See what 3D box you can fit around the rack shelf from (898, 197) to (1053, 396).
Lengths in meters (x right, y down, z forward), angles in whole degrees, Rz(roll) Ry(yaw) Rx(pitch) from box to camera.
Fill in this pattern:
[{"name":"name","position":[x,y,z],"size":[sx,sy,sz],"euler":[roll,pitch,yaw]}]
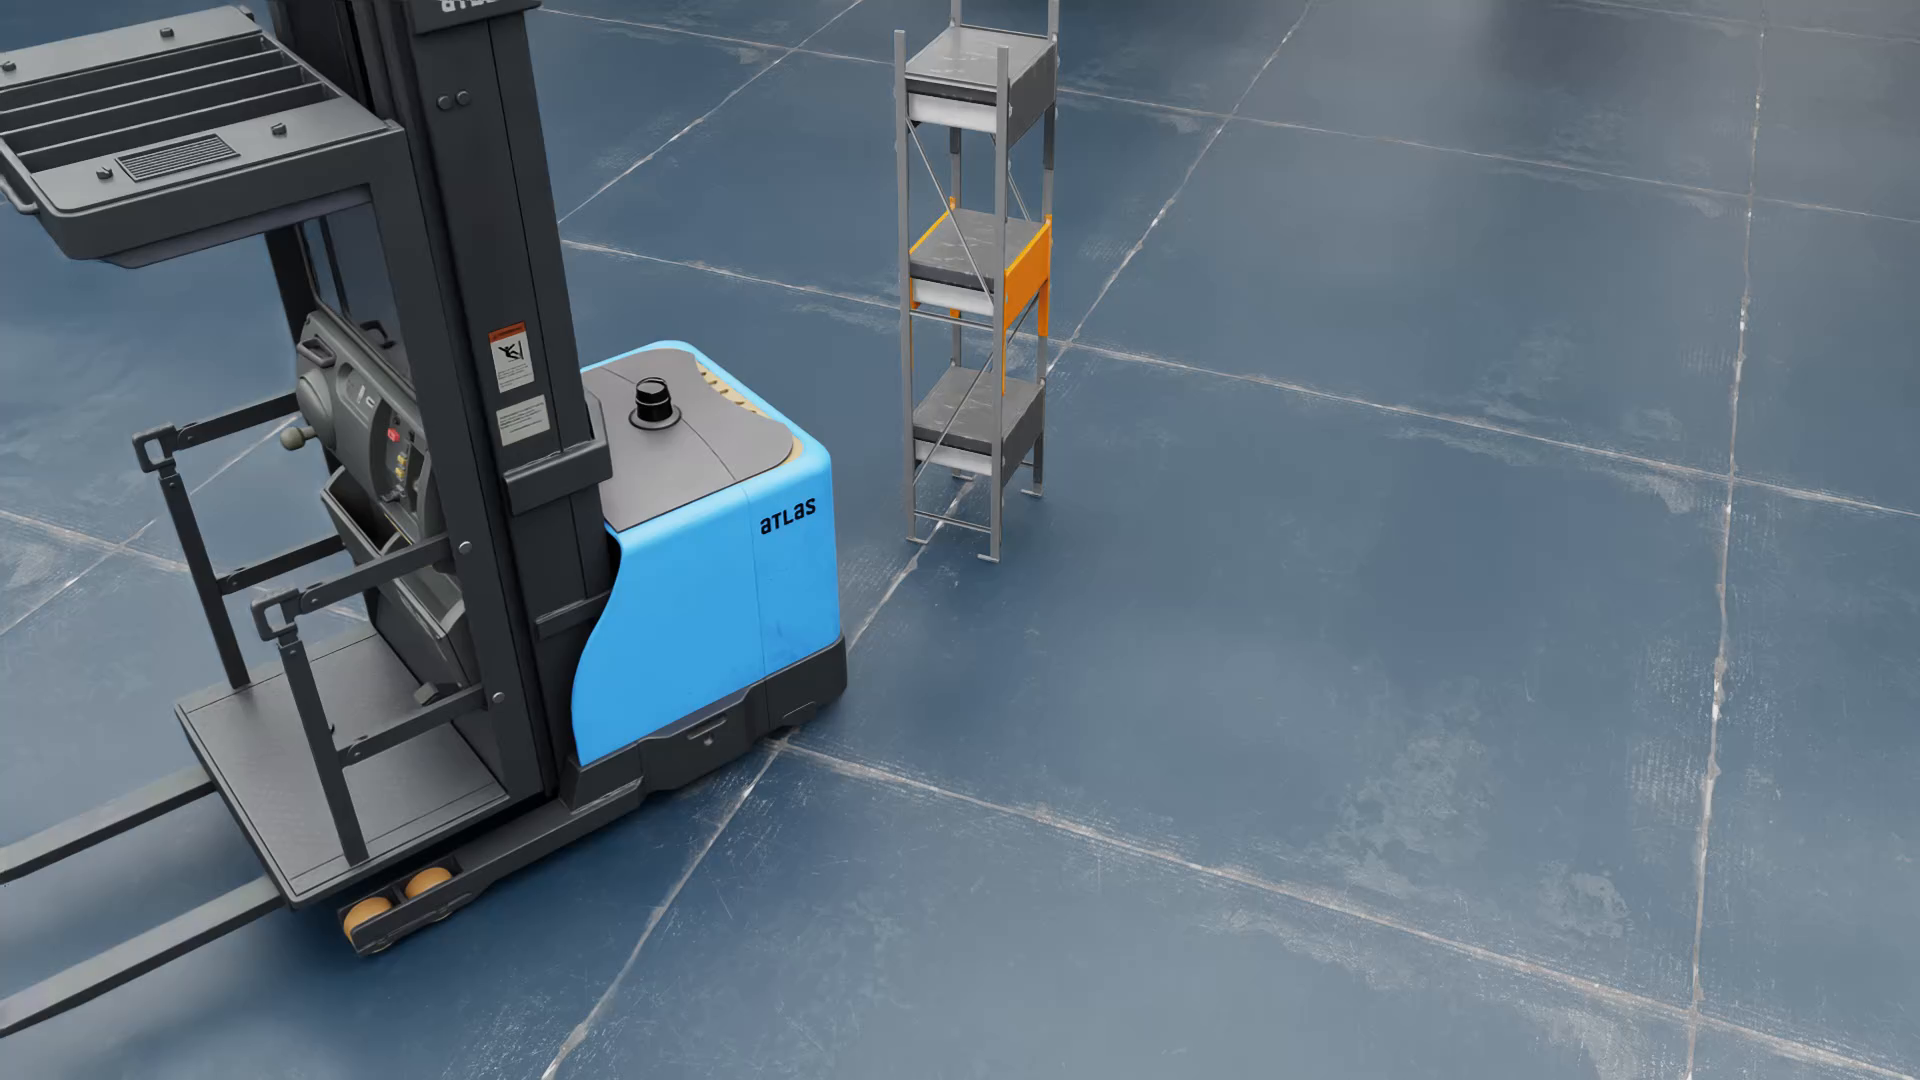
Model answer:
[{"name":"rack shelf","position":[0.063,-0.922,6.252],"size":[0.431,0.518,0.480],"euler":[14,39,18]}]

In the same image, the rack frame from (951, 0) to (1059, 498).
[{"name":"rack frame","position":[0.156,-1.068,6.425],"size":[0.400,2.100,0.015],"euler":[14,39,18]}]

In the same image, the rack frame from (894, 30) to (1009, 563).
[{"name":"rack frame","position":[-0.030,-0.798,6.063],"size":[0.400,2.100,0.015],"euler":[14,39,18]}]

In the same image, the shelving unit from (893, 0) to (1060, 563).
[{"name":"shelving unit","position":[0.063,-0.933,6.244],"size":[0.431,2.100,0.503],"euler":[14,39,18]}]

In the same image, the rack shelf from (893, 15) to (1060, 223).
[{"name":"rack shelf","position":[0.063,-1.482,5.833],"size":[0.431,0.518,0.480],"euler":[14,39,18]}]

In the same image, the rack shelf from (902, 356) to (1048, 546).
[{"name":"rack shelf","position":[0.063,-0.361,6.671],"size":[0.431,0.518,0.480],"euler":[14,39,18]}]

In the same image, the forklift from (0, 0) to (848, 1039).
[{"name":"forklift","position":[-1.872,-0.277,4.673],"size":[3.031,2.935,1.130],"euler":[-25,44,-30]}]
